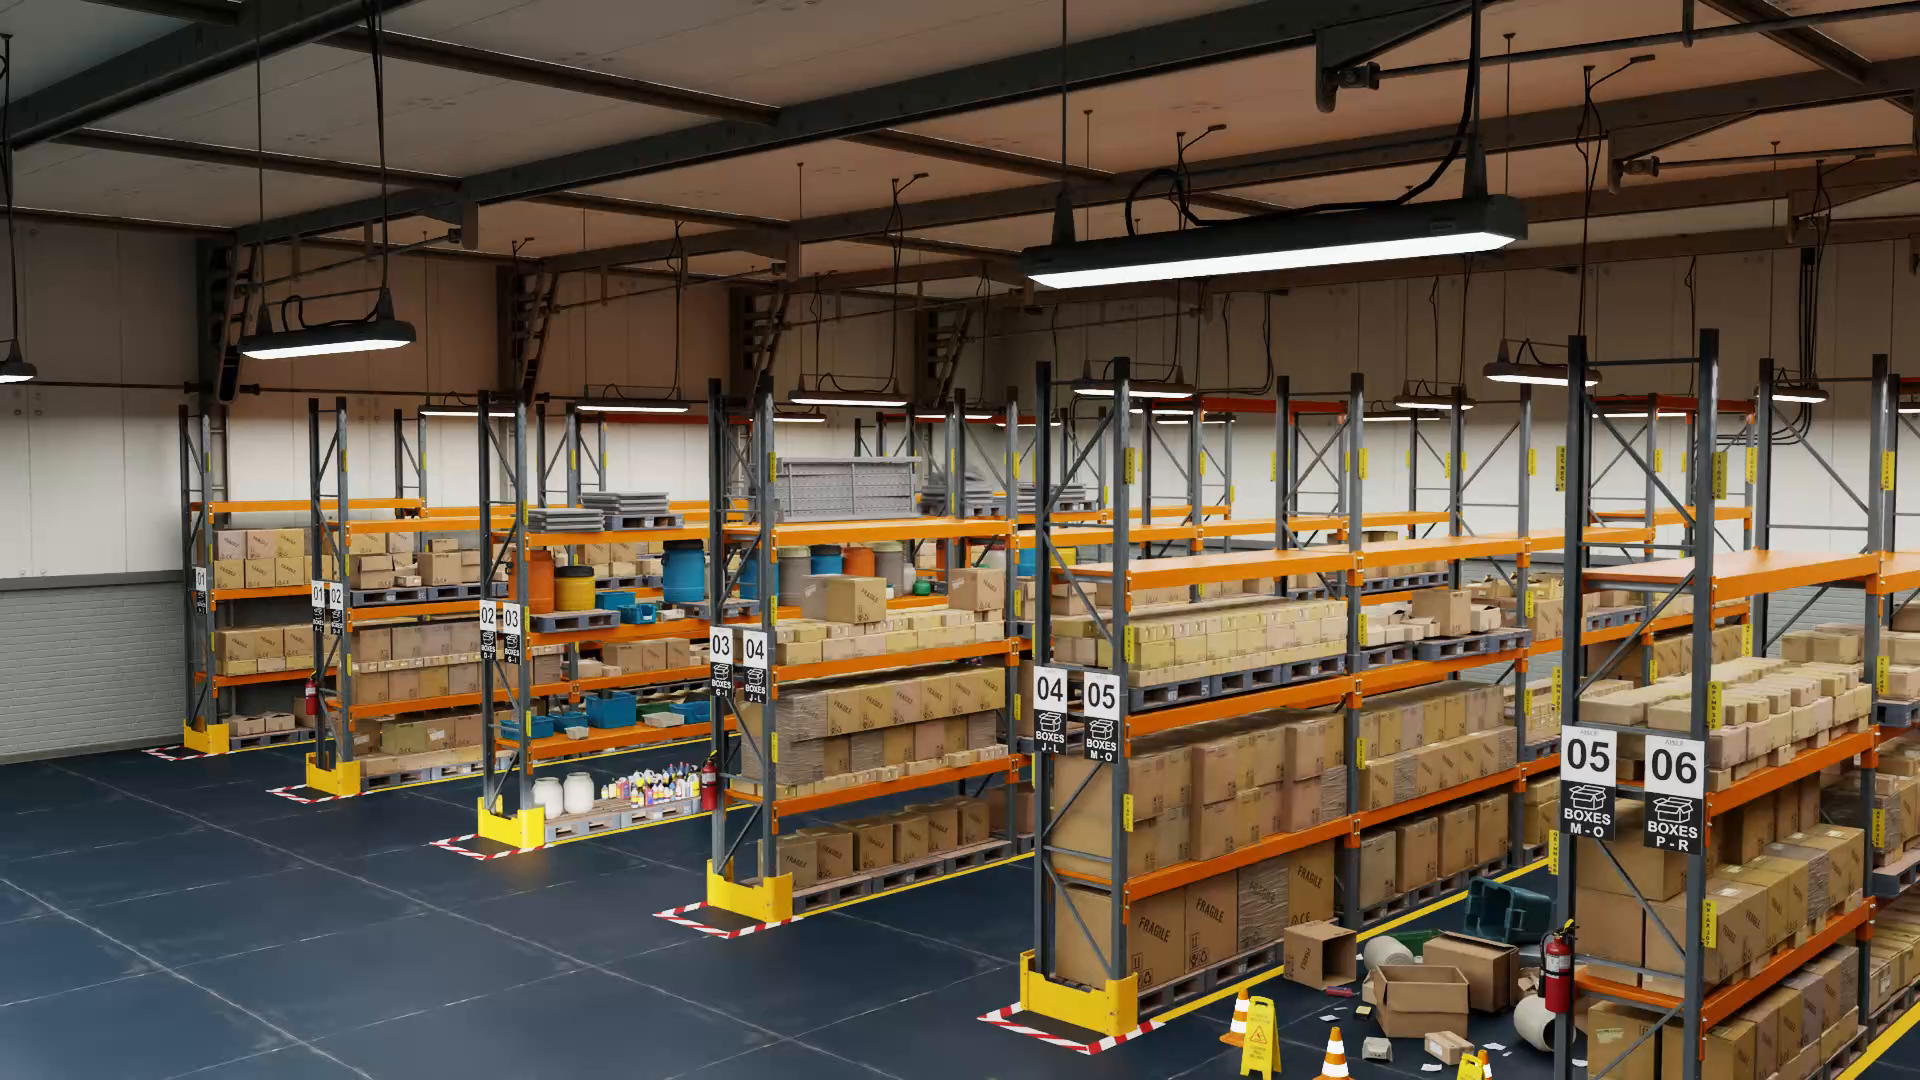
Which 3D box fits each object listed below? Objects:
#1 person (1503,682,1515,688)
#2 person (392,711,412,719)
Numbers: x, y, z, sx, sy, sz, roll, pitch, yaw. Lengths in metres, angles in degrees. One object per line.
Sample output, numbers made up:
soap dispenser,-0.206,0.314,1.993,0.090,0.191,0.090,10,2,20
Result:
person,8.450,2.999,25.499,0.638,1.669,0.548,3,4,45
person,-9.351,2.788,27.960,0.693,1.826,0.854,2,4,33
